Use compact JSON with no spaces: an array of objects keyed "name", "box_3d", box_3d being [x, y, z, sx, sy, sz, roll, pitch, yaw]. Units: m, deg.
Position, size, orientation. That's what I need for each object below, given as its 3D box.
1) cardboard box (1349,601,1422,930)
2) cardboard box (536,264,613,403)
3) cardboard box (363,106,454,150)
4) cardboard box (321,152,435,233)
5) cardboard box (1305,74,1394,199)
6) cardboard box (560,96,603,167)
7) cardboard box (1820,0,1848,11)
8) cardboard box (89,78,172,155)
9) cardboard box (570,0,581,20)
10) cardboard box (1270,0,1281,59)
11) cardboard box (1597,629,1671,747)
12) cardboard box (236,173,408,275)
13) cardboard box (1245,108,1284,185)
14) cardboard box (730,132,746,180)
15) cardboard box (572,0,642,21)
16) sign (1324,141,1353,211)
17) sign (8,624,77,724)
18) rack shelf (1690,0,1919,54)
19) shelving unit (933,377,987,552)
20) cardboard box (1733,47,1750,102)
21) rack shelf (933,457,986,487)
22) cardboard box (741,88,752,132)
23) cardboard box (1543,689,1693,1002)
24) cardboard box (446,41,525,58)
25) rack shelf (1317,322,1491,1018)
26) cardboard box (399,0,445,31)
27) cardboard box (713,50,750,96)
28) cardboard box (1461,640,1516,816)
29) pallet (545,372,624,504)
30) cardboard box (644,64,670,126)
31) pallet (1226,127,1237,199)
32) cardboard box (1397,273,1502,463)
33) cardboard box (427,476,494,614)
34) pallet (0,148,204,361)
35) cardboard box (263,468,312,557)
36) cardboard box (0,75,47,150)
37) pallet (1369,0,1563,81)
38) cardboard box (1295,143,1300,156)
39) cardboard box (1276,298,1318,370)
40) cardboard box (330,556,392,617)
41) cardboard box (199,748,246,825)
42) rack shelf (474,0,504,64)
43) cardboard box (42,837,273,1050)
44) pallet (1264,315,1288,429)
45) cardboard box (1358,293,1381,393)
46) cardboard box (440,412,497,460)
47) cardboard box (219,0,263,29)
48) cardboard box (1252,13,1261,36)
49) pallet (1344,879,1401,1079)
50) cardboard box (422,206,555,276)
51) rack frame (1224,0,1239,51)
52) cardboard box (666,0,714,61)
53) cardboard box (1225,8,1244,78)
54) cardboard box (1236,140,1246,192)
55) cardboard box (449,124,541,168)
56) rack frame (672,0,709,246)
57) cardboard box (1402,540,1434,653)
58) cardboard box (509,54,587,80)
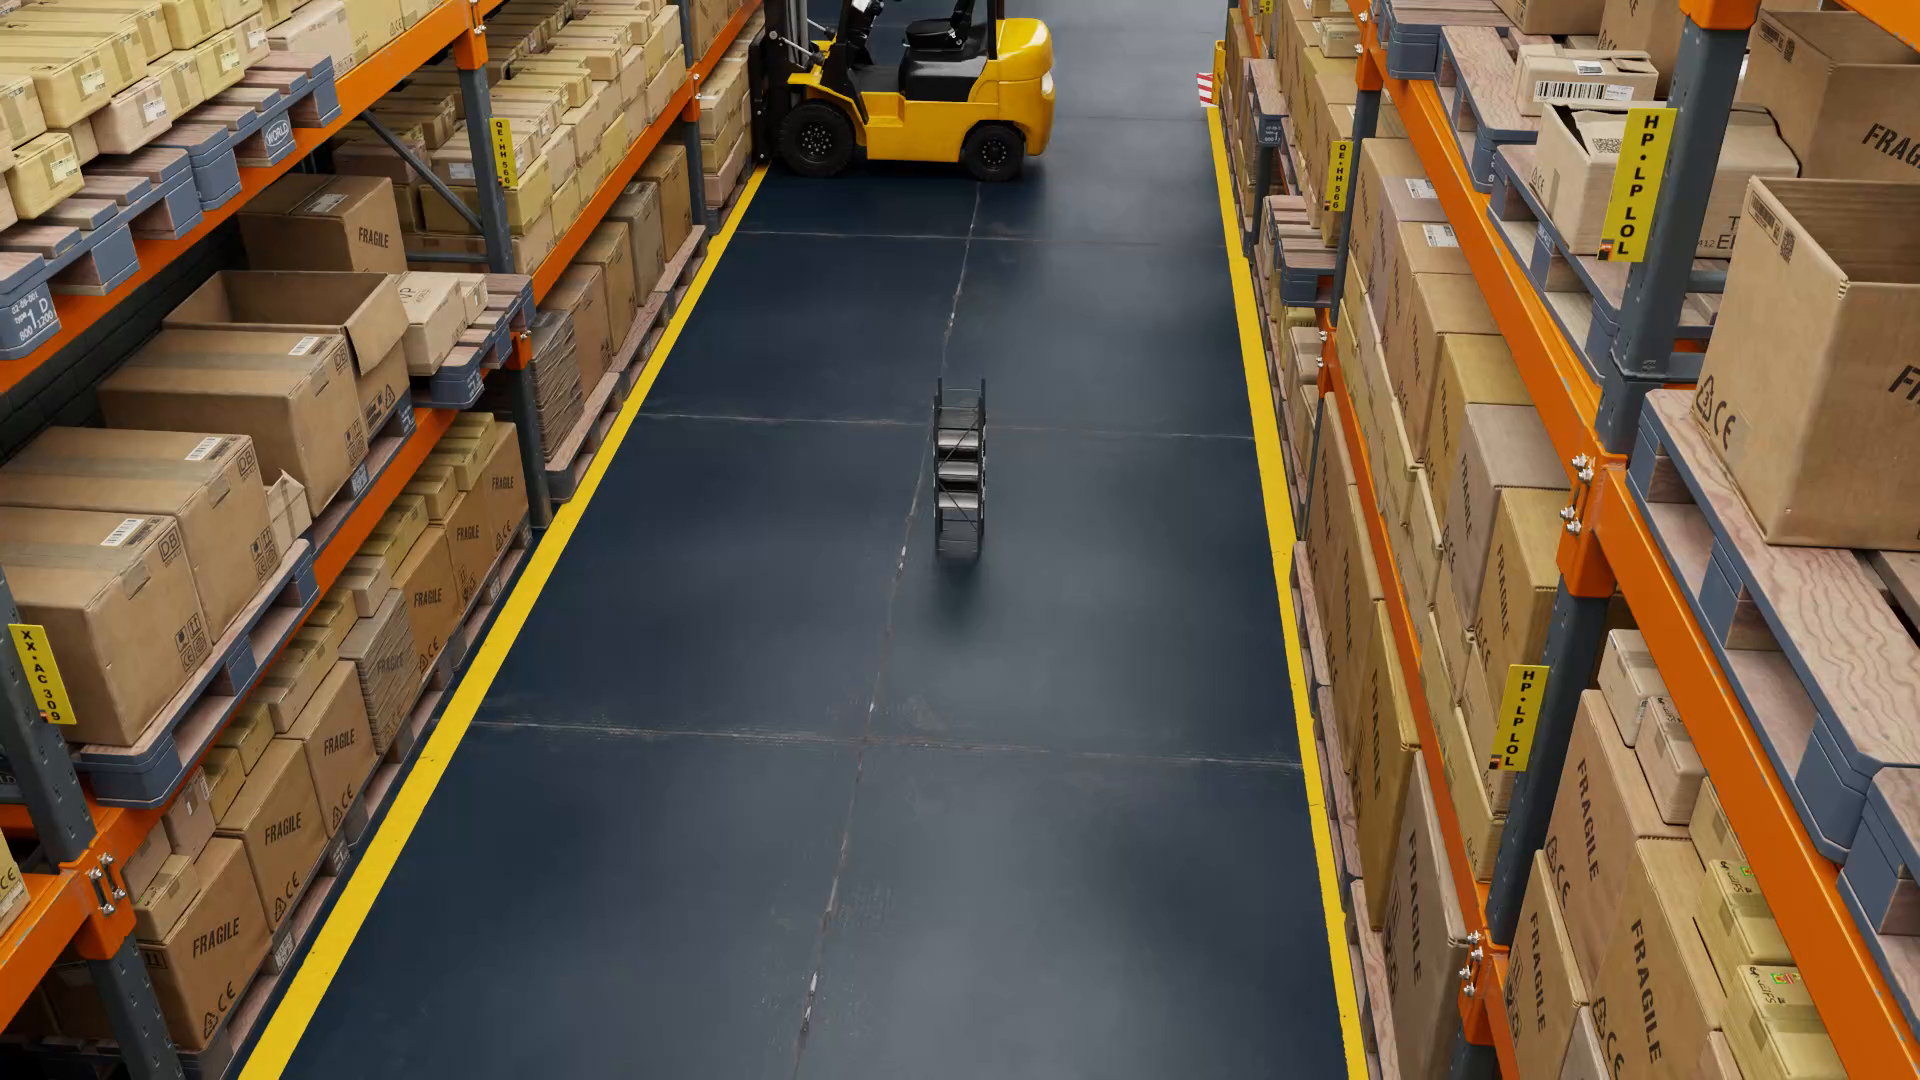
[{"name":"cardboard box","box_3d":[1.971,0.848,6.139,0.875,0.875,0.875,3,32,5]},{"name":"cardboard box","box_3d":[-2.578,-1.214,9.724,0.875,0.625,0.625,3,32,6]},{"name":"cardboard box","box_3d":[-2.871,-2.151,8.667,0.380,0.149,0.250,2,32,4]},{"name":"cardboard box","box_3d":[-2.928,-1.774,8.437,0.500,0.250,0.500,3,32,5]},{"name":"cardboard box","box_3d":[2.051,-2.037,8.417,0.500,0.500,0.500,2,32,3]},{"name":"cardboard box","box_3d":[-2.305,-2.284,9.263,0.500,0.250,0.500,2,32,3]},{"name":"cardboard box","box_3d":[7.864,-4.110,14.185,0.875,0.875,0.875,3,32,4]},{"name":"cardboard box","box_3d":[-2.508,-1.217,4.750,0.380,0.149,0.250,3,32,5]},{"name":"cardboard box","box_3d":[-2.678,-3.476,10.818,0.380,0.149,0.250,1,32,2]},{"name":"cardboard box","box_3d":[2.262,-3.375,10.589,0.500,0.500,0.500,3,32,5]},{"name":"cardboard box","box_3d":[1.650,0.333,3.685,0.380,0.149,0.250,2,32,3]},{"name":"cardboard box","box_3d":[-2.885,-1.338,7.566,0.500,0.500,0.500,4,32,6]},{"name":"cardboard box","box_3d":[2.366,-2.908,12.116,0.500,0.500,0.500,2,32,3]},{"name":"cardboard box","box_3d":[-1.966,-2.983,12.953,0.500,0.250,0.500,2,32,3]},{"name":"cardboard box","box_3d":[-2.244,-3.339,10.596,0.380,0.149,0.250,2,32,4]},{"name":"sign","box_3d":[1.718,-1.646,7.534,0.100,0.325,0.005,2,32,4]},{"name":"sign","box_3d":[-2.472,0.364,4.476,0.100,0.325,0.005,2,32,4]},{"name":"rack shelf","box_3d":[1.772,-0.109,1.416,1.077,0.370,4.000,2,32,4]},{"name":"shelving unit","box_3d":[-0.001,-0.379,8.507,0.258,0.900,0.210,2,32,4]},{"name":"cardboard box","box_3d":[2.432,-1.416,5.057,0.396,0.266,0.258,5,32,8]},{"name":"rack shelf","box_3d":[-0.001,-0.350,8.525,0.258,0.077,0.200,2,32,4]},{"name":"cardboard box","box_3d":[-1.923,-3.457,13.244,0.500,0.250,0.500,2,32,4]},{"name":"cardboard box","box_3d":[1.654,0.693,3.717,0.500,0.500,0.500,3,32,4]},{"name":"cardboard box","box_3d":[-2.775,-2.819,9.752,0.380,0.149,0.250,3,32,4]},{"name":"rack shelf","box_3d":[2.097,0.183,6.279,1.077,0.370,4.000,2,32,4]},{"name":"cardboard box","box_3d":[-2.487,-2.313,6.928,0.500,0.250,0.500,1,32,2]},{"name":"cardboard box","box_3d":[-1.929,-3.671,13.116,0.500,0.250,0.500,3,32,6]},{"name":"cardboard box","box_3d":[1.728,0.533,4.692,0.500,0.250,0.500,2,32,4]},{"name":"pallet","box_3d":[-2.582,-0.620,9.555,1.003,0.211,1.213,2,32,4]},{"name":"cardboard box","box_3d":[-2.178,-2.869,10.689,0.500,0.250,0.500,2,32,4]},{"name":"pallet","box_3d":[2.702,-3.065,13.523,1.003,0.211,1.213,2,32,4]},{"name":"cardboard box","box_3d":[1.843,-0.596,5.810,0.500,0.500,0.500,3,32,5]},{"name":"cardboard box","box_3d":[-2.559,-0.002,7.876,0.500,0.500,0.500,2,32,3]},{"name":"pallet","box_3d":[-2.890,-0.822,4.545,1.213,0.211,1.003,2,32,4]},{"name":"cardboard box","box_3d":[-2.518,-0.119,5.811,0.396,0.266,0.258,4,32,6]},{"name":"cardboard box","box_3d":[-2.601,-1.085,4.253,0.380,0.149,0.250,3,32,5]},{"name":"pallet","box_3d":[2.260,-2.026,6.500,1.213,0.211,1.003,4,32,6]},{"name":"cardboard box","box_3d":[2.099,-2.235,9.358,0.380,0.149,0.250,1,32,2]},{"name":"cardboard box","box_3d":[2.435,-1.306,10.115,0.950,0.372,0.625,3,32,6]},{"name":"cardboard box","box_3d":[-2.611,0.192,6.944,0.380,0.149,0.250,1,32,2]},{"name":"cardboard box","box_3d":[-2.764,0.863,5.854,0.380,0.149,0.250,1,32,1]},{"name":"rack shelf","box_3d":[-2.525,-3.395,9.227,1.077,0.370,4.000,2,32,4]},{"name":"cardboard box","box_3d":[-2.750,1.355,5.675,0.500,0.500,0.500,4,32,6]},{"name":"pallet","box_3d":[2.427,-1.026,10.214,1.003,0.211,1.213,2,32,4]},{"name":"cardboard box","box_3d":[1.929,-0.793,6.844,0.500,0.250,0.500,3,32,5]},{"name":"cardboard box","box_3d":[-2.475,-0.500,8.067,0.380,0.149,0.250,1,32,2]},{"name":"cardboard box","box_3d":[-2.485,-1.750,5.332,0.380,0.149,0.250,3,32,4]},{"name":"cardboard box","box_3d":[2.388,-3.866,12.403,0.380,0.149,0.250,2,32,3]},{"name":"pallet","box_3d":[1.922,1.703,5.785,1.003,0.211,1.213,2,32,4]},{"name":"cardboard box","box_3d":[-2.408,-1.536,8.527,0.500,0.250,0.500,3,32,4]},{"name":"rack frame","box_3d":[2.911,-5.352,14.575,1.000,3.000,0.127,2,32,4]},{"name":"cardboard box","box_3d":[-2.065,-3.734,11.854,0.500,0.500,0.500,2,32,3]},{"name":"cardboard box","box_3d":[2.569,-4.257,14.304,0.500,0.500,0.500,1,32,2]},{"name":"cardboard box","box_3d":[2.399,-2.868,12.765,0.500,0.250,0.500,2,32,3]},{"name":"cardboard box","box_3d":[-2.348,-1.991,8.408,0.380,0.149,0.250,3,32,5]},{"name":"rack frame","box_3d":[-2.362,-3.470,11.522,1.000,3.000,0.127,2,32,4]},{"name":"cardboard box","box_3d":[1.822,0.212,5.689,0.500,0.250,0.500,2,32,3]},{"name":"cardboard box","box_3d":[-2.349,-2.667,9.505,0.380,0.149,0.250,2,32,4]}]
